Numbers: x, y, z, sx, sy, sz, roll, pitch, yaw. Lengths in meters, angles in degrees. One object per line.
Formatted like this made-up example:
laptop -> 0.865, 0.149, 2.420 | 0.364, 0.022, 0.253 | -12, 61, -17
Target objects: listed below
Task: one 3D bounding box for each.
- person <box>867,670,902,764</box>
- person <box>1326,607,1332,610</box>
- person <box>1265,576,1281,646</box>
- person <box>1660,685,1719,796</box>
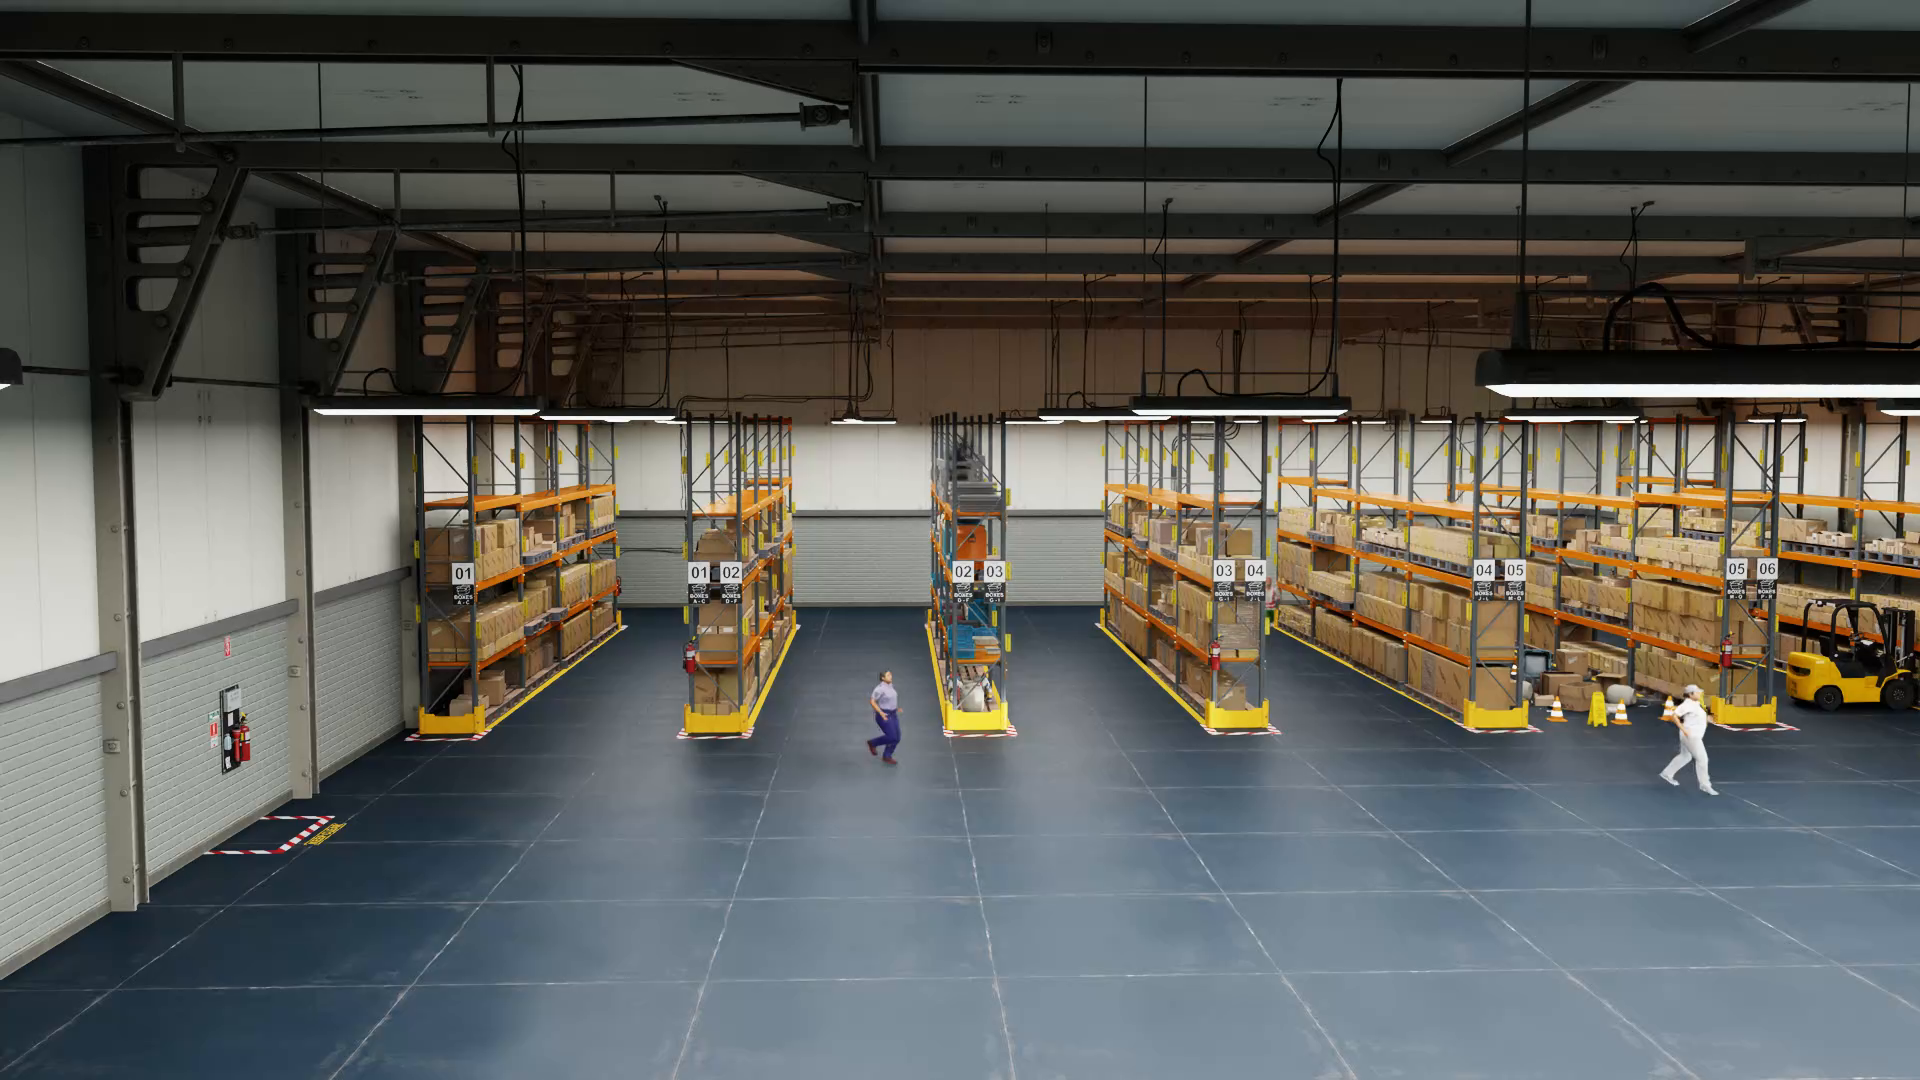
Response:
person -> -1.276, 3.009, 28.345 | 0.552, 1.587, 0.617 | 2, 4, 25
person -> 10.816, 1.628, 48.262 | 0.645, 1.627, 0.682 | -3, 5, -37
person -> 8.108, 1.873, 43.678 | 0.616, 1.852, 0.783 | 0, 4, 0
person -> 11.441, 3.106, 26.044 | 0.878, 1.695, 0.591 | 2, 4, 30
